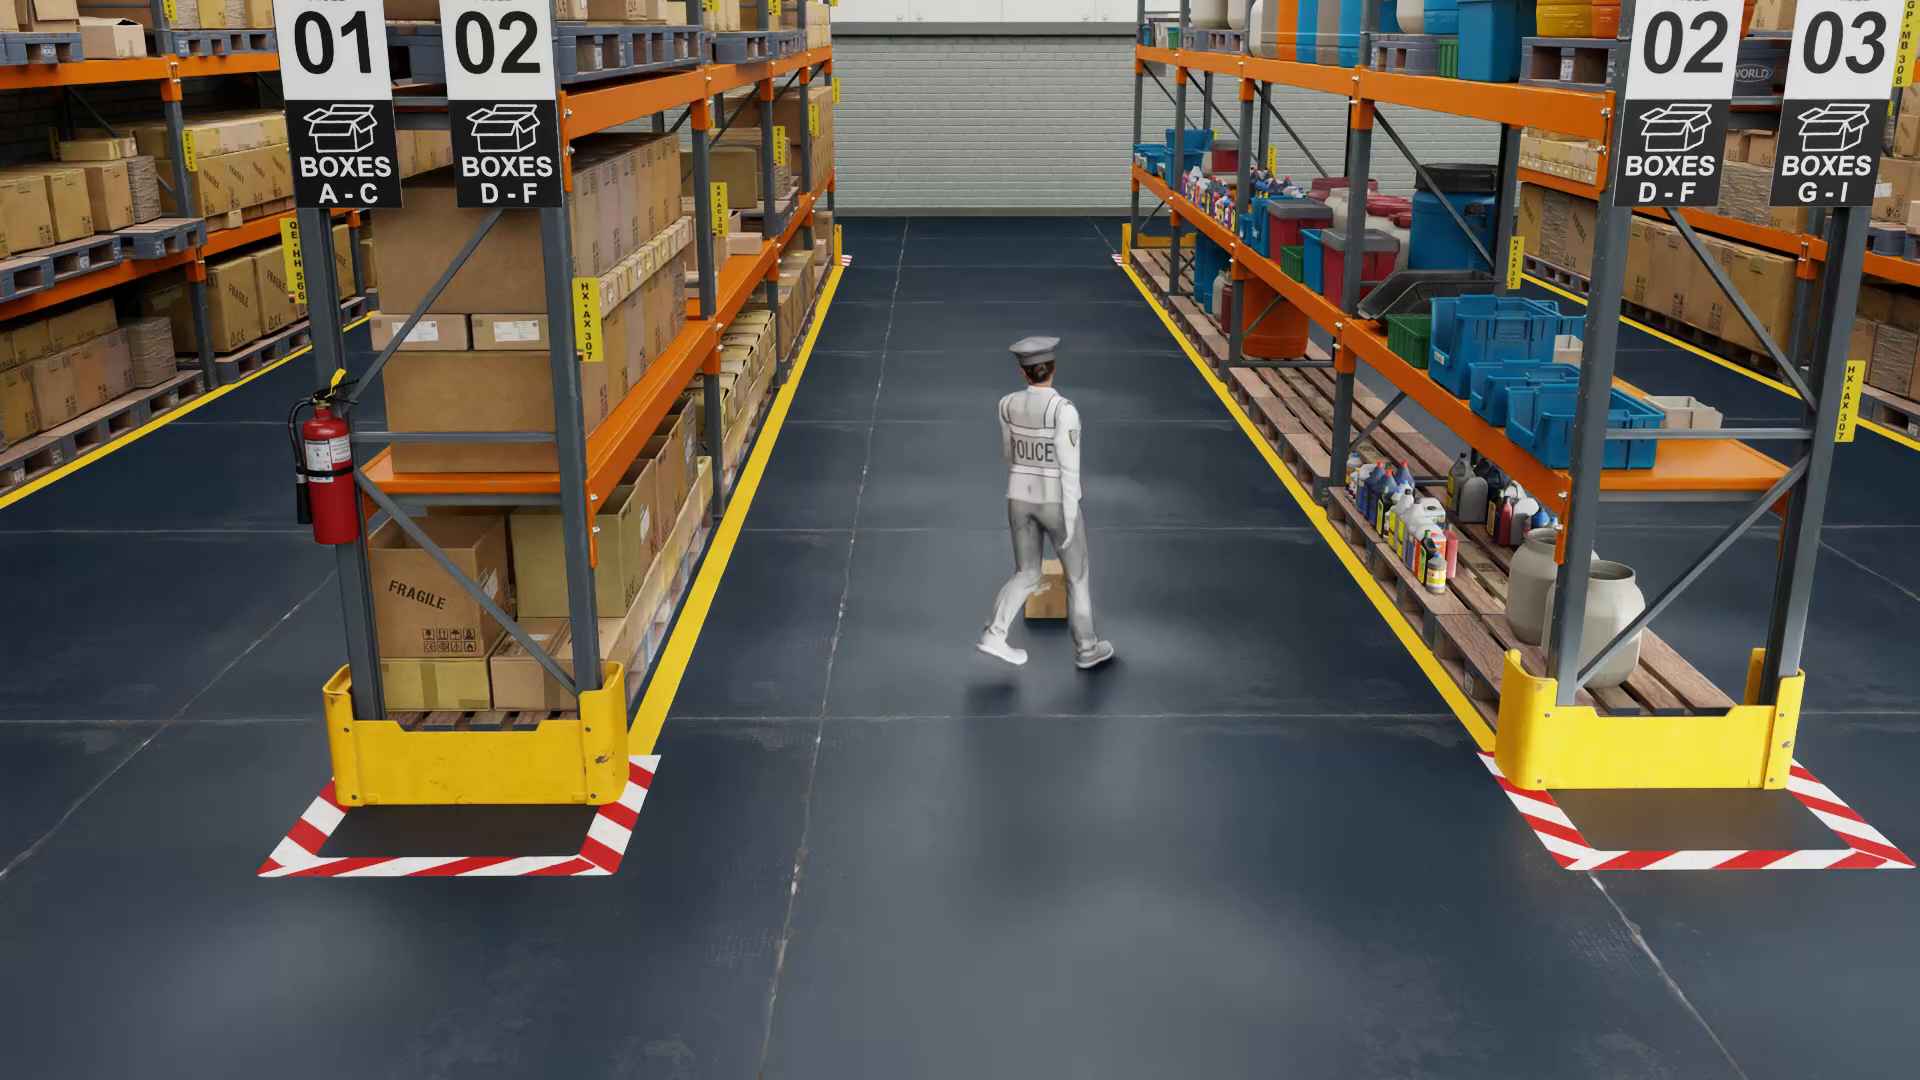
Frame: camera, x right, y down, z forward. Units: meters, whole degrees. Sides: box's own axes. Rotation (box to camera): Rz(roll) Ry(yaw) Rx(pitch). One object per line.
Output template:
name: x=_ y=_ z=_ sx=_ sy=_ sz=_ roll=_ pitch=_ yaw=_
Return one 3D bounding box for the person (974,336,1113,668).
person: x=0.401 y=-0.162 z=8.055 sx=0.497 sy=1.640 sz=0.712 roll=12 pitch=21 yaw=34
